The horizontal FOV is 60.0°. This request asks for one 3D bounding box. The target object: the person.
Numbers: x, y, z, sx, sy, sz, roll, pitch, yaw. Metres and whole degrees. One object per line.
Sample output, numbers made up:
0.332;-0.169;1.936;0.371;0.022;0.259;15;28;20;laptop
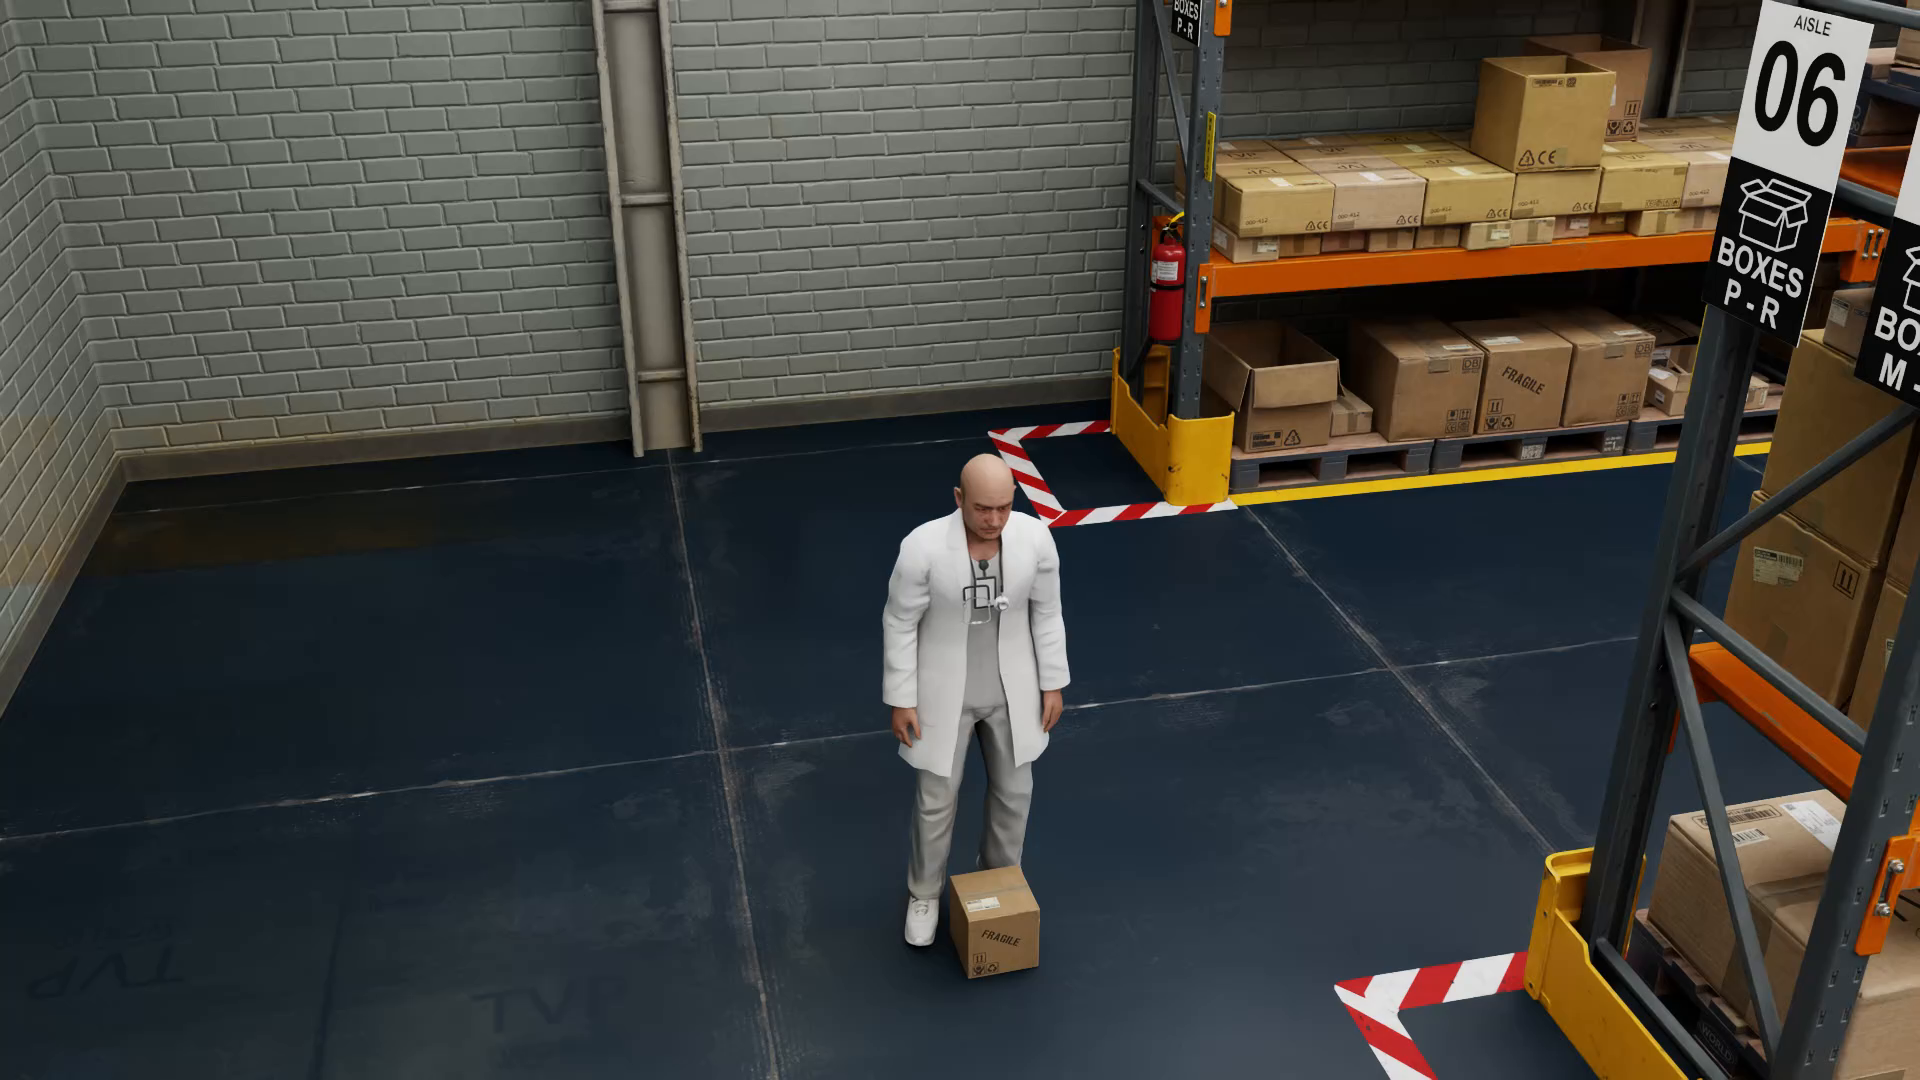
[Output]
0.055;0.519;5.585;0.642;1.774;0.421;-6;27;-12;person
